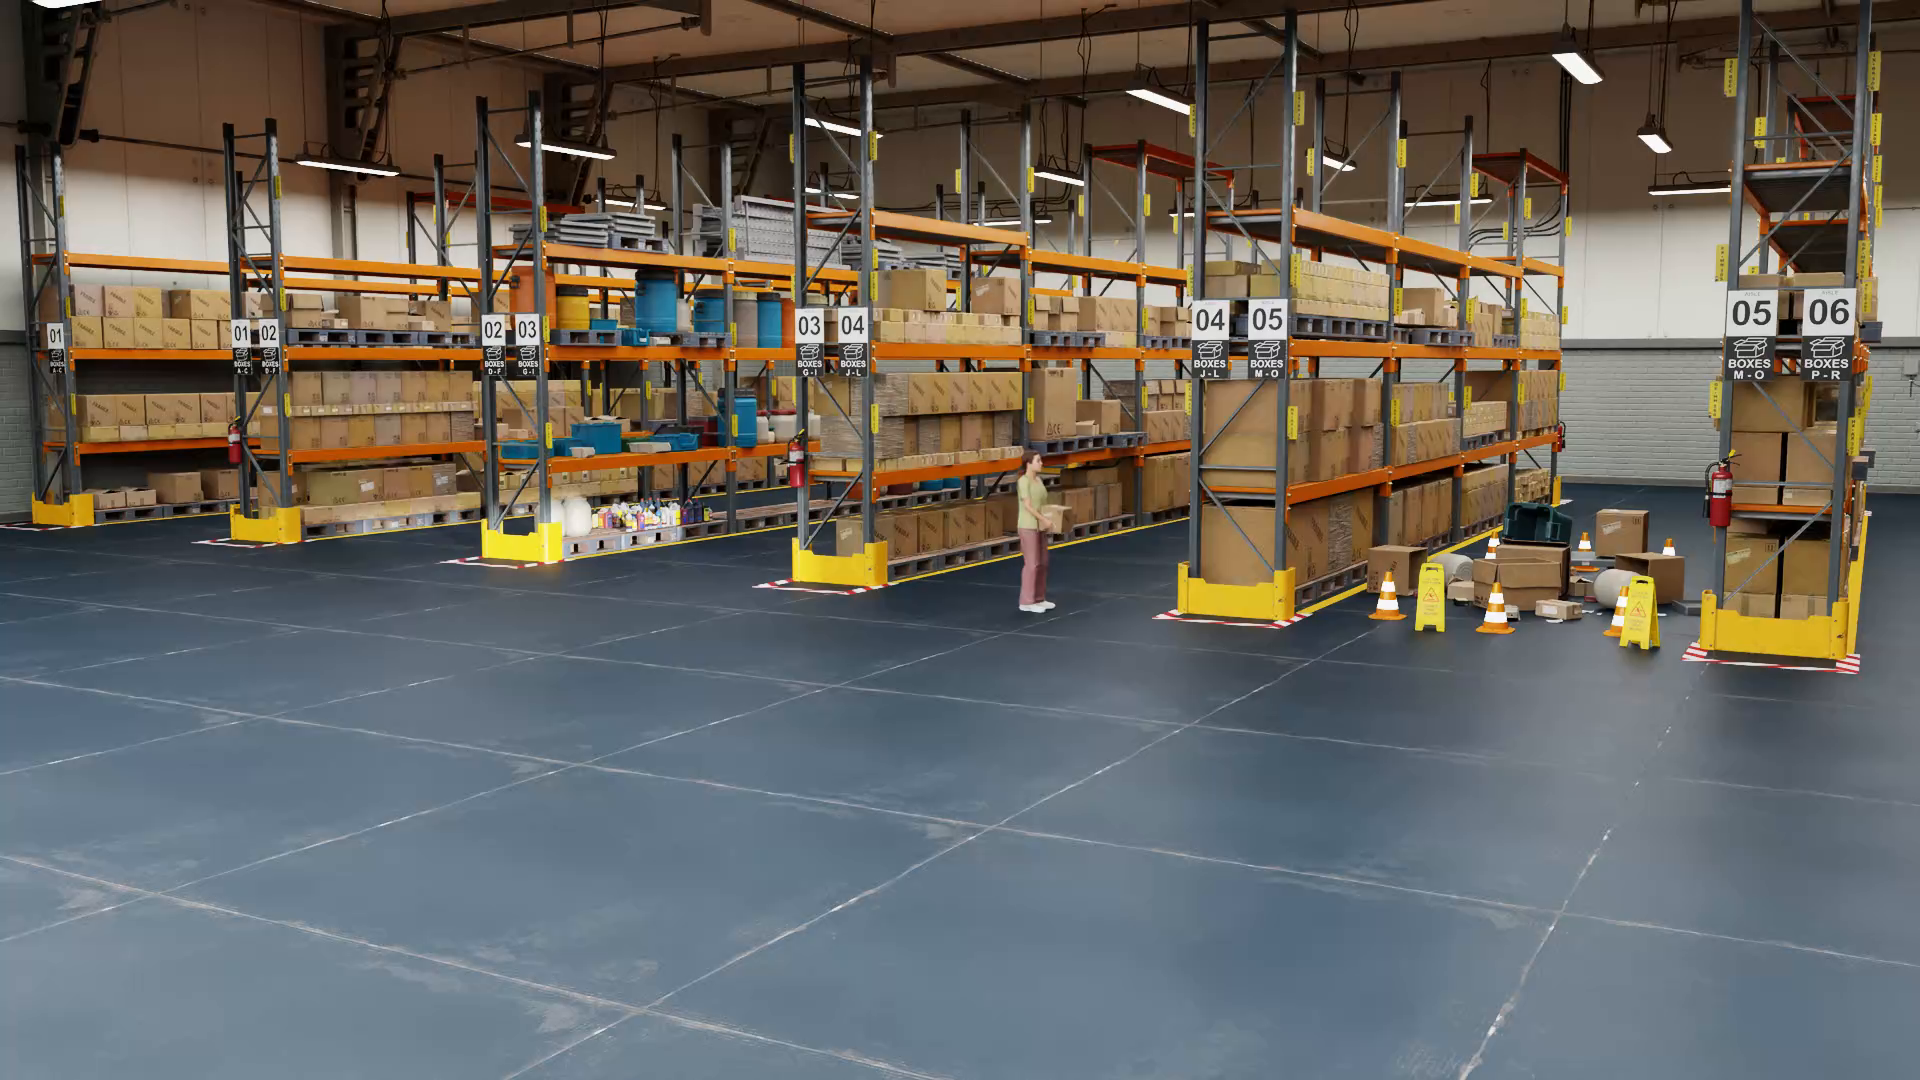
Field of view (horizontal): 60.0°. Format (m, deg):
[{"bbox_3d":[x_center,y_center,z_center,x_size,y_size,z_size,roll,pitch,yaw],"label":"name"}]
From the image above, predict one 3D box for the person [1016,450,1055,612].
[{"bbox_3d":[0.818,-0.100,17.273,0.511,1.673,0.456,3,7,28],"label":"person"}]
